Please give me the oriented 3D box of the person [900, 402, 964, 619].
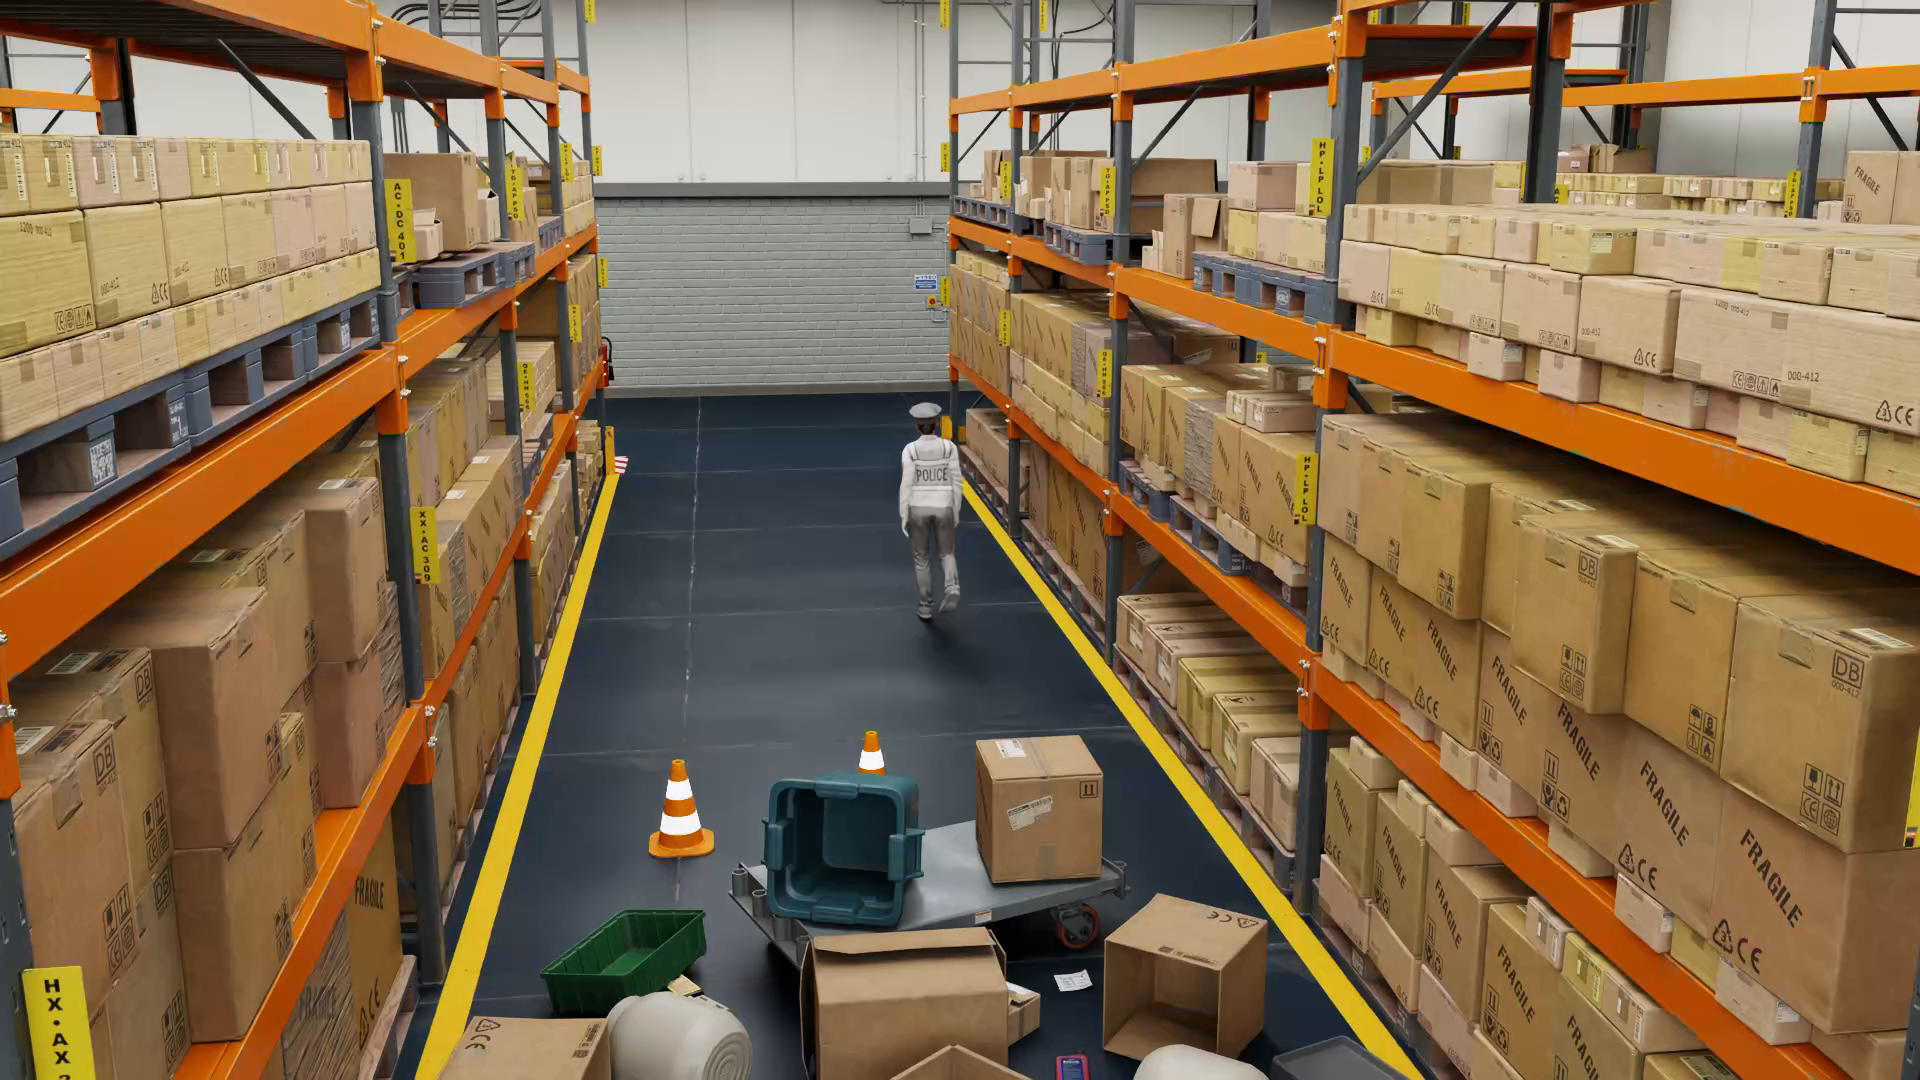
[{"bbox_3d":[-0.205,-0.185,12.680,0.501,1.669,0.604,-2,13,-8],"label":"person"}]
